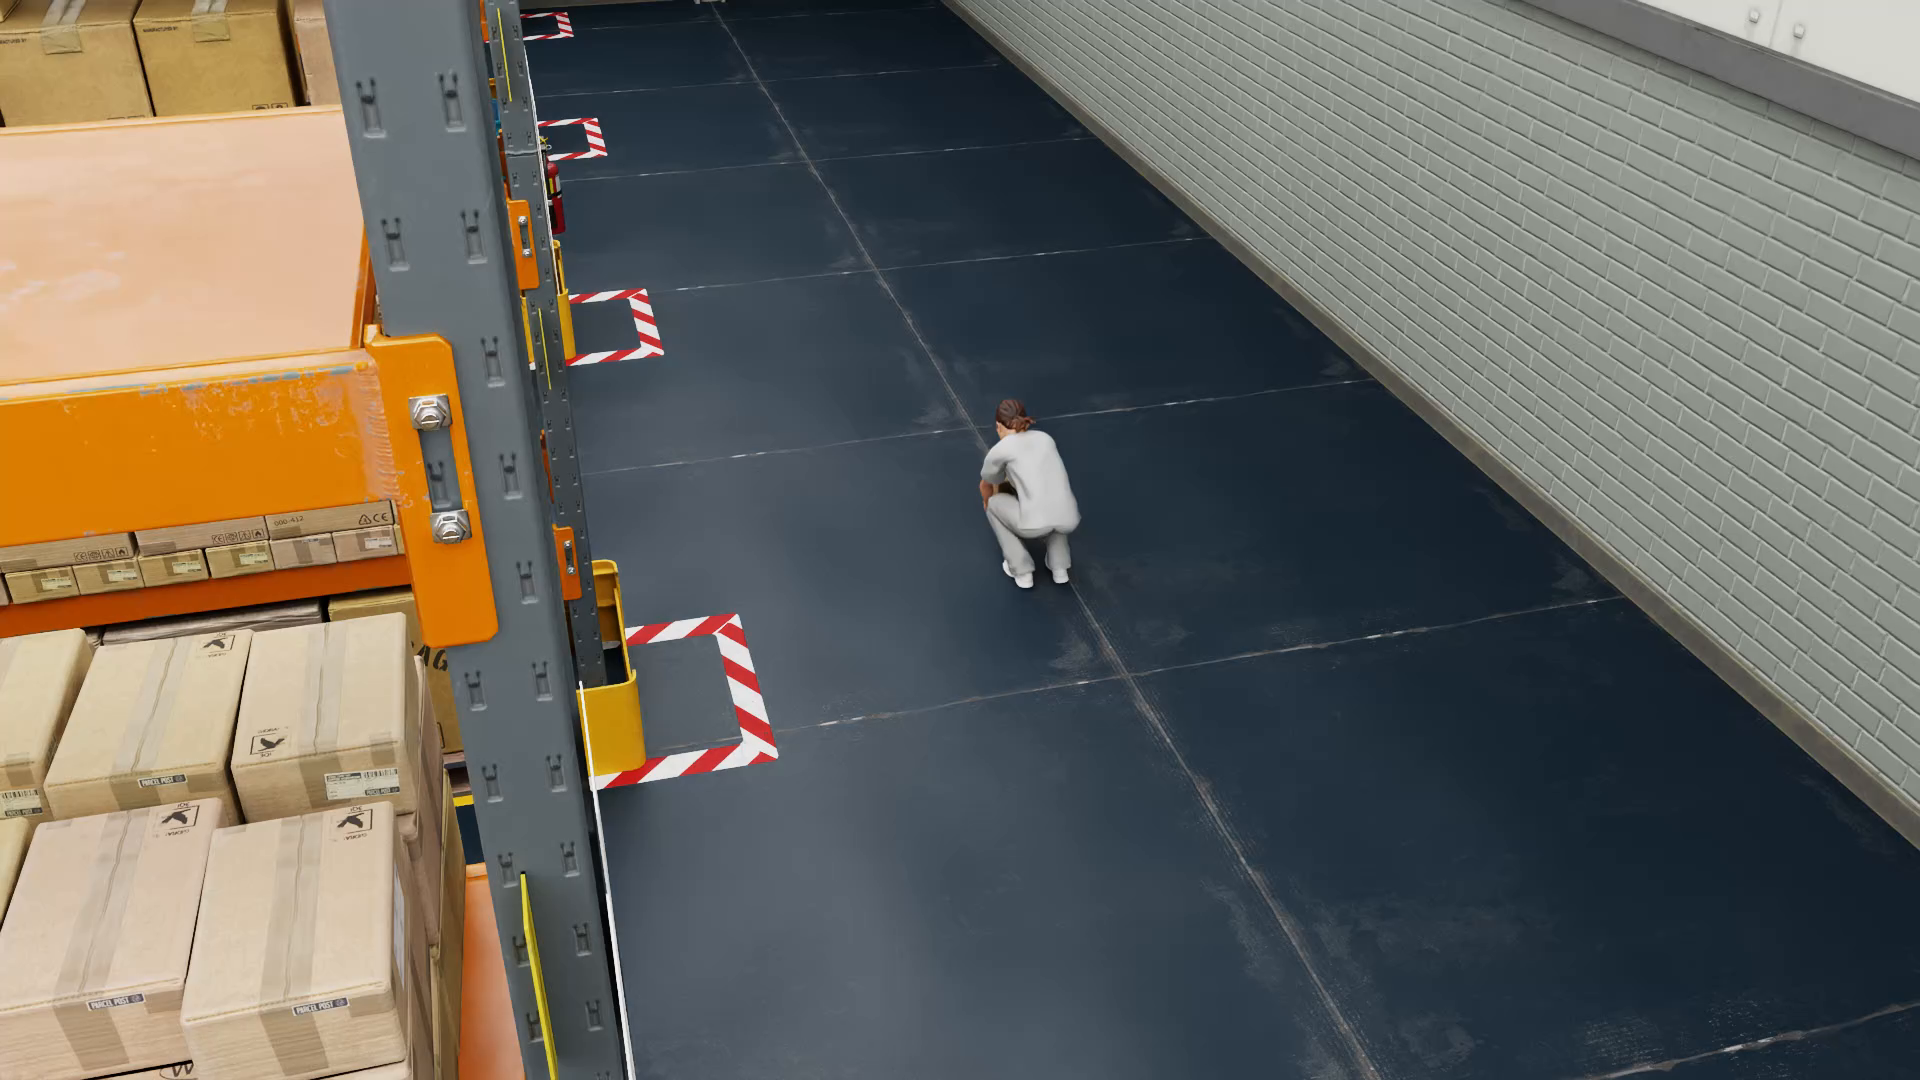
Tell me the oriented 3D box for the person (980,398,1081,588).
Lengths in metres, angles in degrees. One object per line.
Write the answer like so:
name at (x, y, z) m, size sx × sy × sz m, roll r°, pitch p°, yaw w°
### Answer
person at (0.377, -0.264, 9.412) m, size 0.464 × 0.946 × 0.802 m, roll -8°, pitch 31°, yaw -13°
